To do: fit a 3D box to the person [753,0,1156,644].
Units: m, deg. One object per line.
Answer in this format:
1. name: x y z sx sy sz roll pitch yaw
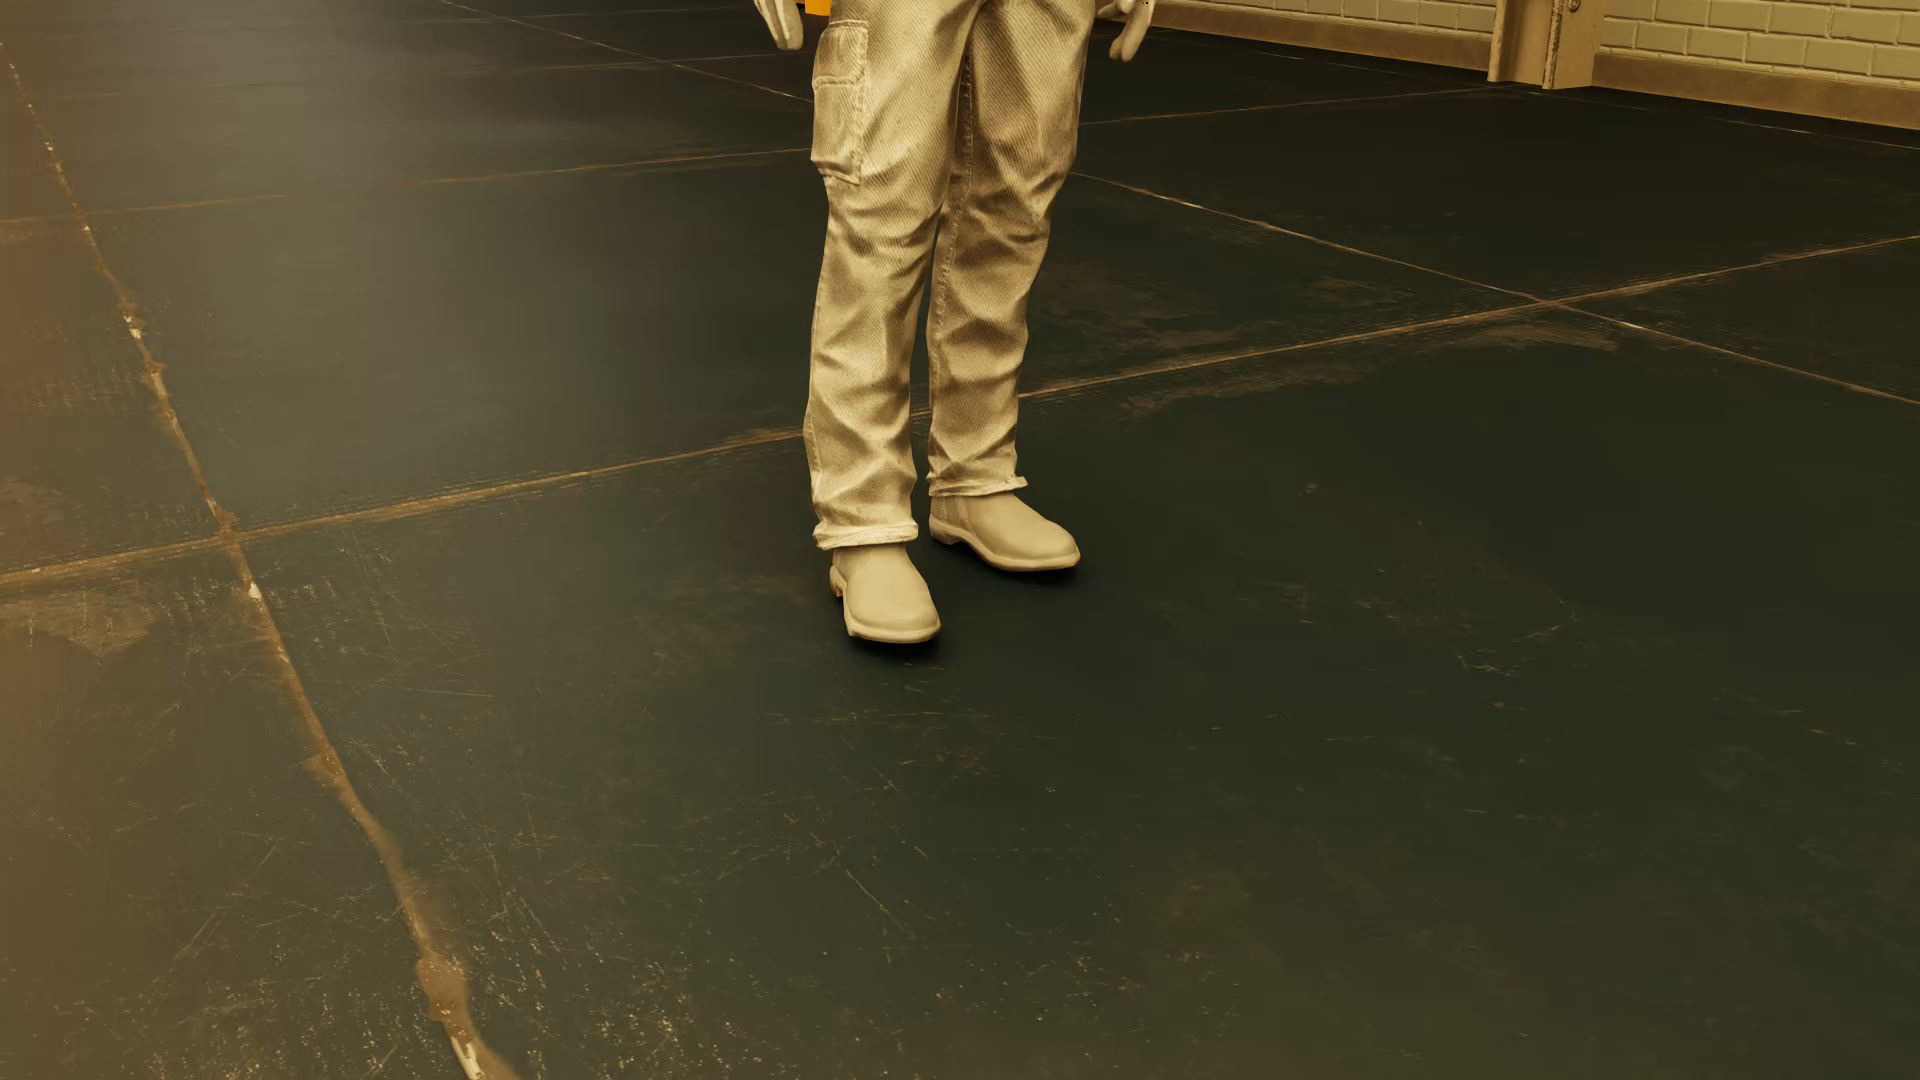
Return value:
1. person: 0.030 -0.806 2.232 0.656 1.784 0.575 -12 25 -28
